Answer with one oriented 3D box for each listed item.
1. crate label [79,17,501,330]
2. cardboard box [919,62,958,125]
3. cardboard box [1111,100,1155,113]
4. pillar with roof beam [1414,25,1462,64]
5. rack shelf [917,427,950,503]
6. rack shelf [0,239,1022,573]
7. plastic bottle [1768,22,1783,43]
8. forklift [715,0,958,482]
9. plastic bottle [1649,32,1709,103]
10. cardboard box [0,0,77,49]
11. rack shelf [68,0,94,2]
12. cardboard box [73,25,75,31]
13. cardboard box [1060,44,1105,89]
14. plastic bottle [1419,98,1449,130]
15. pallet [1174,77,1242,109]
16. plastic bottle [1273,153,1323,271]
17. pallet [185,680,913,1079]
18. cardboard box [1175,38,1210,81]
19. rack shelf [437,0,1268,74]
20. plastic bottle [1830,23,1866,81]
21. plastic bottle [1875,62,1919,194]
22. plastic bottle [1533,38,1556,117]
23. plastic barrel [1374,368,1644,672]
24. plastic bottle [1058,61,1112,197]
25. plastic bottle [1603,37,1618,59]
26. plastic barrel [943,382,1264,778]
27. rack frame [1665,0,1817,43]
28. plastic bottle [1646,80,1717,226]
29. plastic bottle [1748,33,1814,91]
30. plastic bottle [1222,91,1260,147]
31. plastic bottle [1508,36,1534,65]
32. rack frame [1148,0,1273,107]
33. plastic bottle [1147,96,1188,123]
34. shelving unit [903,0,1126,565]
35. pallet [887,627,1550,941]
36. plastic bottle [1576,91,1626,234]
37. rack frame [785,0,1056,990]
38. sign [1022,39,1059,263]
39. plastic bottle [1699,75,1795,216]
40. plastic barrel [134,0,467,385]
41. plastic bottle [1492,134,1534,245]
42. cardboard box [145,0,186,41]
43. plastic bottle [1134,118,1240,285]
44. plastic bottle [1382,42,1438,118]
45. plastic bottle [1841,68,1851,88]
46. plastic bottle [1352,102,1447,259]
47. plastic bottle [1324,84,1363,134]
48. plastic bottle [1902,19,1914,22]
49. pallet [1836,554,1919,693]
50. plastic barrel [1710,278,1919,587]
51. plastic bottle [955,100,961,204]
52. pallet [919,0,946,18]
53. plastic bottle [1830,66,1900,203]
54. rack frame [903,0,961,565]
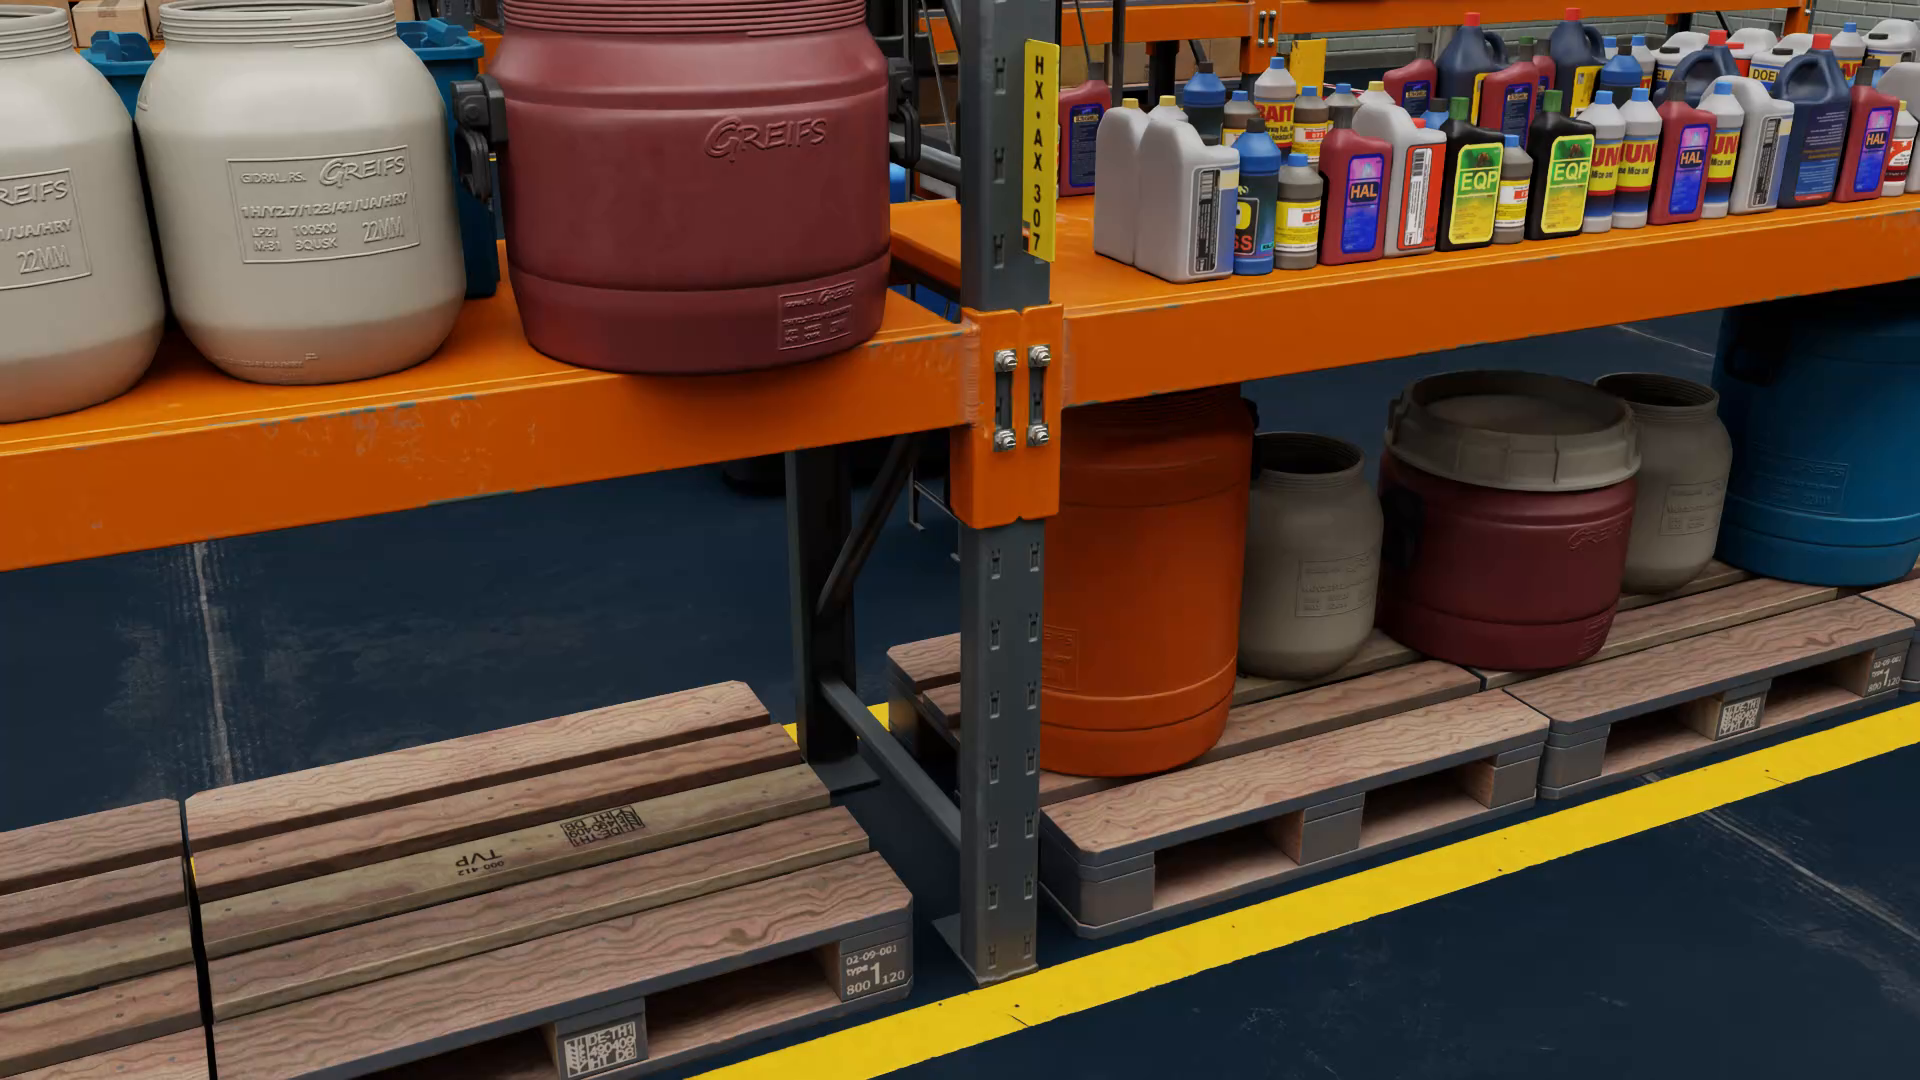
[{"bbox_3d":[-1.134,-0.654,2.863,0.616,0.435,0.502,-10,25,-24],"label":"crate label"},{"bbox_3d":[-0.105,-2.314,8.630,0.500,0.250,0.500,-10,25,-24],"label":"cardboard box"},{"bbox_3d":[0.796,-2.133,9.174,0.500,0.500,0.500,-12,25,-26],"label":"cardboard box"},{"bbox_3d":[6.715,-7.485,11.567,0.400,9.000,9.100,-10,25,-24],"label":"pillar with roof beam"},{"bbox_3d":[0.149,-0.338,5.188,0.480,0.518,0.431,-10,25,-24],"label":"rack shelf"},{"bbox_3d":[-1.924,-0.046,2.379,4.000,0.370,1.077,-10,25,-24],"label":"rack shelf"},{"bbox_3d":[2.167,-1.258,4.520,0.133,0.283,0.061,-10,25,-24],"label":"plastic bottle"},{"bbox_3d":[-0.782,-2.082,6.447,1.130,2.935,3.031,-8,24,-19],"label":"forklift"},{"bbox_3d":[1.857,-1.178,4.337,0.135,0.276,0.152,-10,25,-24],"label":"plastic bottle"},{"bbox_3d":[-3.772,-2.180,6.463,0.500,0.500,0.500,-12,25,-26],"label":"cardboard box"},{"bbox_3d":[-6.221,-3.460,10.627,4.000,0.370,1.077,-10,25,-24],"label":"rack shelf"},{"bbox_3d":[-5.586,-3.308,11.033,0.500,0.250,0.500,-10,24,-23],"label":"cardboard box"},{"bbox_3d":[0.821,-4.082,13.908,0.500,0.500,0.700,-10,24,-22],"label":"cardboard box"},{"bbox_3d":[0.915,-0.718,3.231,0.097,0.271,0.097,0,22,0],"label":"plastic bottle"},{"bbox_3d":[2.103,-4.003,14.644,1.213,0.211,1.003,-10,25,-24],"label":"pallet"},{"bbox_3d":[0.612,-0.604,3.048,0.097,0.201,0.097,0,22,0],"label":"plastic bottle"},{"bbox_3d":[-0.837,0.694,3.298,1.213,0.211,1.003,-10,25,-24],"label":"pallet"},{"bbox_3d":[1.752,-4.256,14.330,0.500,0.500,0.700,-11,25,-24],"label":"cardboard box"},{"bbox_3d":[-0.465,-2.417,8.107,4.000,0.370,1.077,-10,25,-24],"label":"rack shelf"},{"bbox_3d":[2.454,-1.298,4.632,0.097,0.271,0.097,0,22,0],"label":"plastic bottle"},{"bbox_3d":[2.154,-0.934,3.747,0.135,0.276,0.152,-10,25,-24],"label":"plastic bottle"},{"bbox_3d":[1.401,-1.091,4.117,0.133,0.283,0.061,-10,25,-24],"label":"plastic bottle"},{"bbox_3d":[1.329,-0.064,4.086,0.708,0.588,0.600,-10,25,-24],"label":"plastic barrel"},{"bbox_3d":[0.265,-0.908,3.675,0.133,0.283,0.061,-10,25,-24],"label":"plastic bottle"},{"bbox_3d":[1.653,-1.150,4.275,0.097,0.271,0.097,0,22,0],"label":"plastic bottle"},{"bbox_3d":[0.311,0.012,3.588,0.708,0.830,0.600,-10,25,-24],"label":"plastic barrel"},{"bbox_3d":[4.942,-3.744,10.374,0.127,3.000,1.000,-10,25,-24],"label":"rack frame"},{"bbox_3d":[1.469,-0.792,3.394,0.133,0.283,0.061,-10,25,-24],"label":"plastic bottle"},{"bbox_3d":[2.132,-1.164,4.303,0.135,0.276,0.152,-10,25,-24],"label":"plastic bottle"},{"bbox_3d":[0.641,-0.932,3.838,0.097,0.201,0.097,0,22,0],"label":"plastic bottle"},{"bbox_3d":[1.374,-1.112,4.168,0.133,0.283,0.061,-10,25,-24],"label":"plastic bottle"},{"bbox_3d":[1.337,-3.081,8.771,0.127,3.000,1.000,-10,25,-24],"label":"rack frame"},{"bbox_3d":[0.465,-0.899,3.760,0.097,0.201,0.097,0,22,0],"label":"plastic bottle"},{"bbox_3d":[0.149,-0.998,4.915,0.503,2.100,0.431,-10,25,-24],"label":"shelving unit"},{"bbox_3d":[0.570,0.434,3.927,1.213,0.211,1.003,-10,25,-24],"label":"pallet"},{"bbox_3d":[1.270,-0.758,3.327,0.097,0.271,0.097,0,22,0],"label":"plastic bottle"},{"bbox_3d":[-0.122,-0.710,3.043,0.127,3.000,1.000,-10,25,-24],"label":"rack frame"},{"bbox_3d":[0.123,-0.597,2.556,0.005,0.325,0.100,-10,25,-24],"label":"sign"},{"bbox_3d":[1.658,-0.843,3.526,0.135,0.276,0.152,-10,25,-24],"label":"plastic bottle"},{"bbox_3d":[-0.956,-0.517,2.431,0.421,0.512,0.421,0,22,0],"label":"plastic barrel"},{"bbox_3d":[1.062,-0.687,3.247,0.097,0.201,0.097,0,22,0],"label":"plastic bottle"},{"bbox_3d":[-3.157,-2.295,6.988,0.500,0.311,0.500,-11,25,-24],"label":"cardboard box"},{"bbox_3d":[0.408,-0.613,2.971,0.135,0.276,0.152,-10,25,-24],"label":"plastic bottle"},{"bbox_3d":[1.087,-1.060,4.040,0.133,0.283,0.061,-10,25,-24],"label":"plastic bottle"},{"bbox_3d":[1.914,-0.902,3.676,0.097,0.271,0.097,0,22,0],"label":"plastic bottle"},{"bbox_3d":[0.825,-0.690,3.156,0.135,0.276,0.152,-10,25,-24],"label":"plastic bottle"},{"bbox_3d":[0.904,-0.980,3.956,0.097,0.201,0.097,0,22,0],"label":"plastic bottle"},{"bbox_3d":[2.663,-1.336,4.725,0.097,0.271,0.097,0,22,0],"label":"plastic bottle"},{"bbox_3d":[2.769,0.029,4.904,1.213,0.211,1.003,-10,25,-24],"label":"pallet"},{"bbox_3d":[2.347,-0.396,4.479,0.708,0.901,0.600,-10,25,-24],"label":"plastic barrel"},{"bbox_3d":[0.058,-0.870,3.582,0.133,0.283,0.061,-10,25,-24],"label":"plastic bottle"},{"bbox_3d":[-0.517,-2.653,7.988,1.213,0.211,1.003,-10,25,-24],"label":"pallet"},{"bbox_3d":[1.965,-0.883,3.615,0.133,0.283,0.061,-10,25,-24],"label":"plastic bottle"},{"bbox_3d":[-0.071,-0.957,4.817,0.015,2.100,0.400,-10,25,-24],"label":"rack frame"}]
